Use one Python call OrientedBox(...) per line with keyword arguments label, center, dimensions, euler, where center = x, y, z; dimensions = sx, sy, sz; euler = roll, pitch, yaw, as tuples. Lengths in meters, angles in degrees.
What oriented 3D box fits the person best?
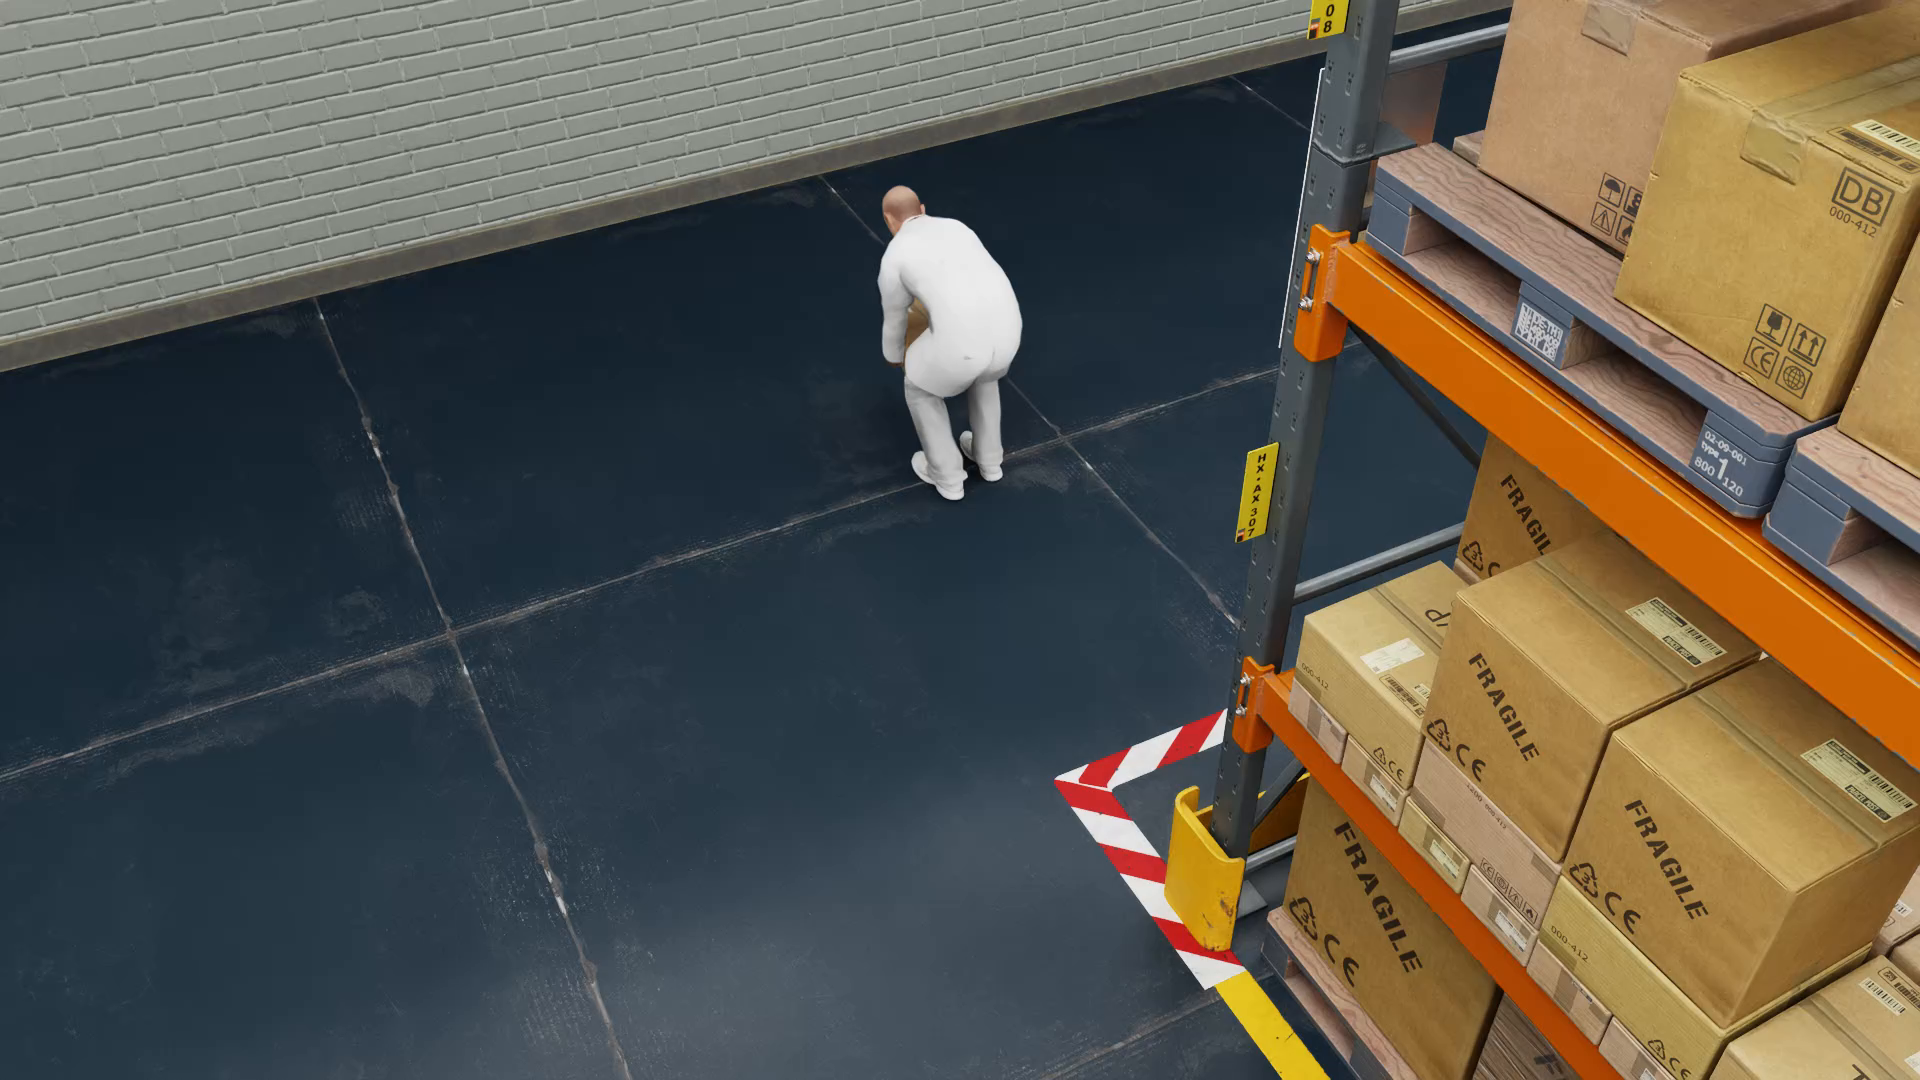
OrientedBox(label="person", center=(-0.077, -0.920, 7.595), dimensions=(0.563, 1.315, 0.900), euler=(-20, 45, -22))
